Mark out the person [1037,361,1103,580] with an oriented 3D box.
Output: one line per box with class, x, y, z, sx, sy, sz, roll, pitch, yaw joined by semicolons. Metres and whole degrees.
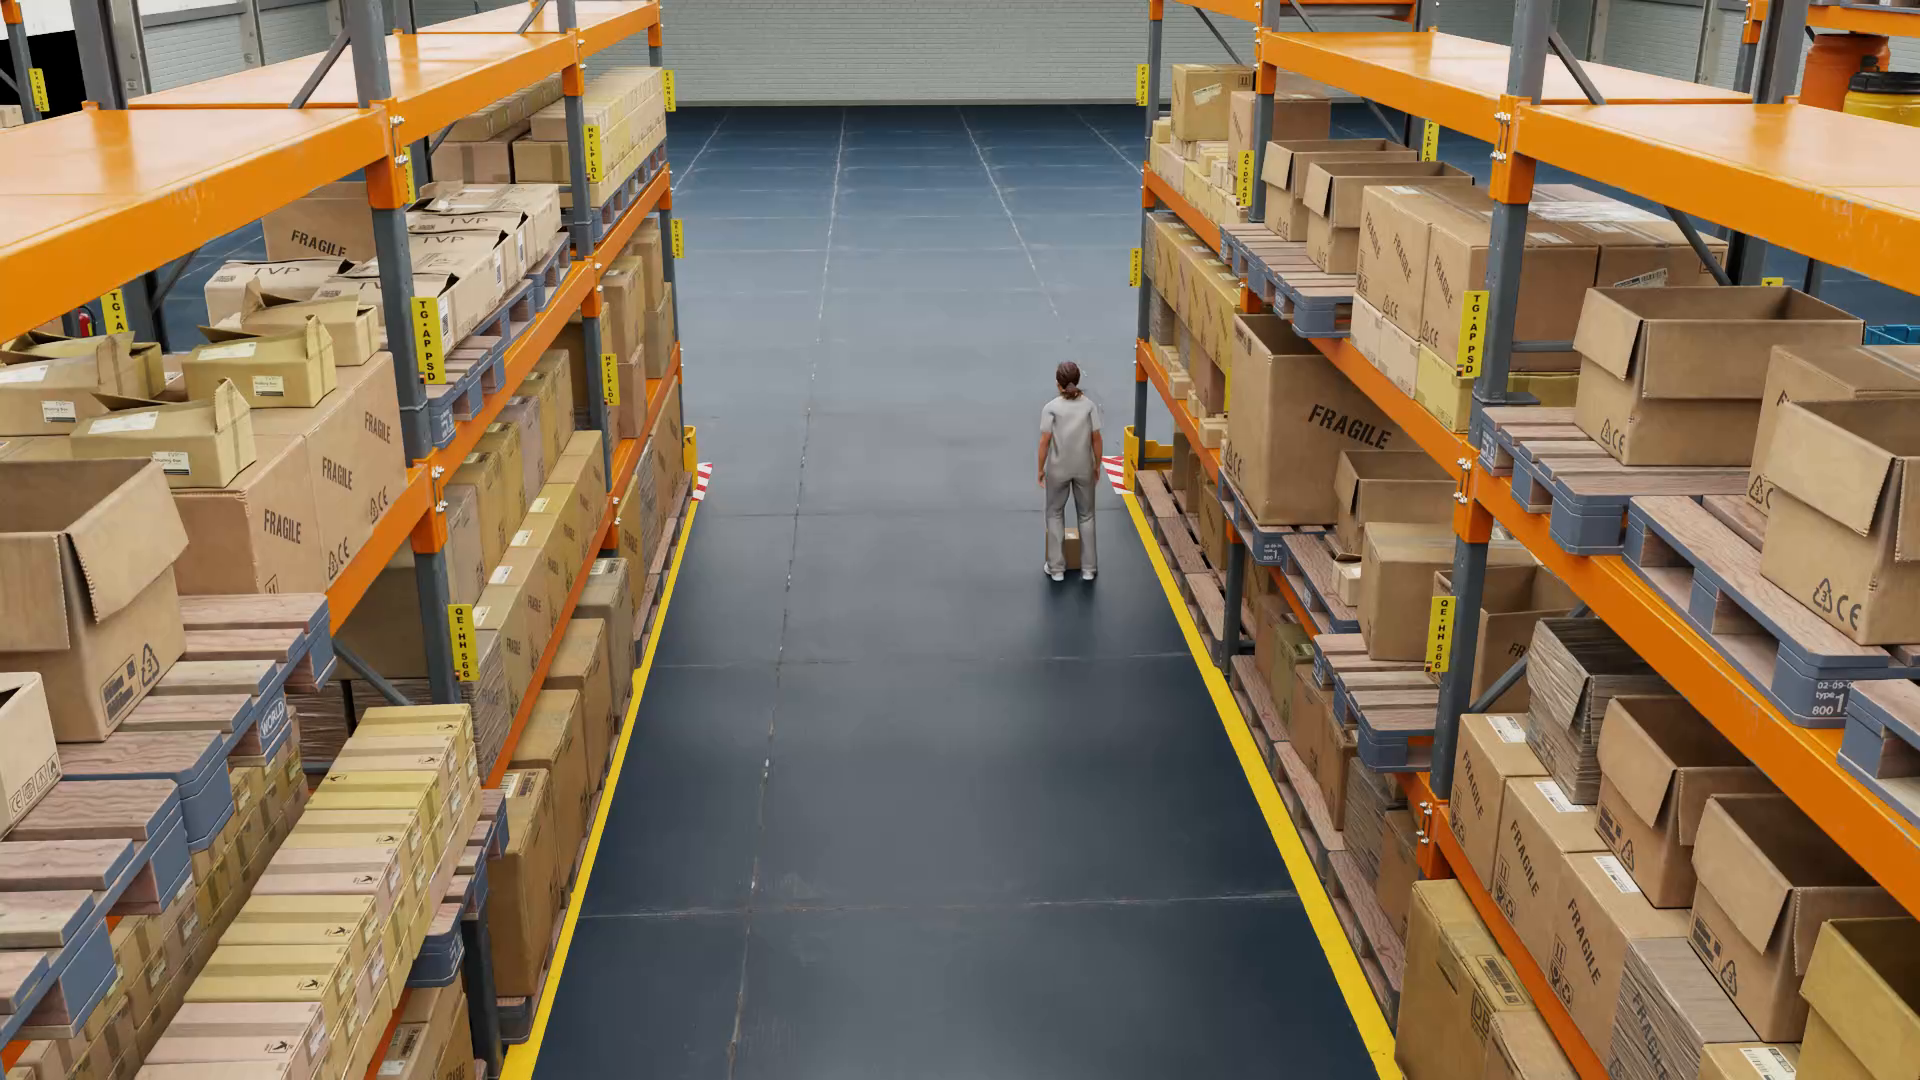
person;0.827;-0.511;12.451;0.510;1.671;0.366;-2;21;-6
